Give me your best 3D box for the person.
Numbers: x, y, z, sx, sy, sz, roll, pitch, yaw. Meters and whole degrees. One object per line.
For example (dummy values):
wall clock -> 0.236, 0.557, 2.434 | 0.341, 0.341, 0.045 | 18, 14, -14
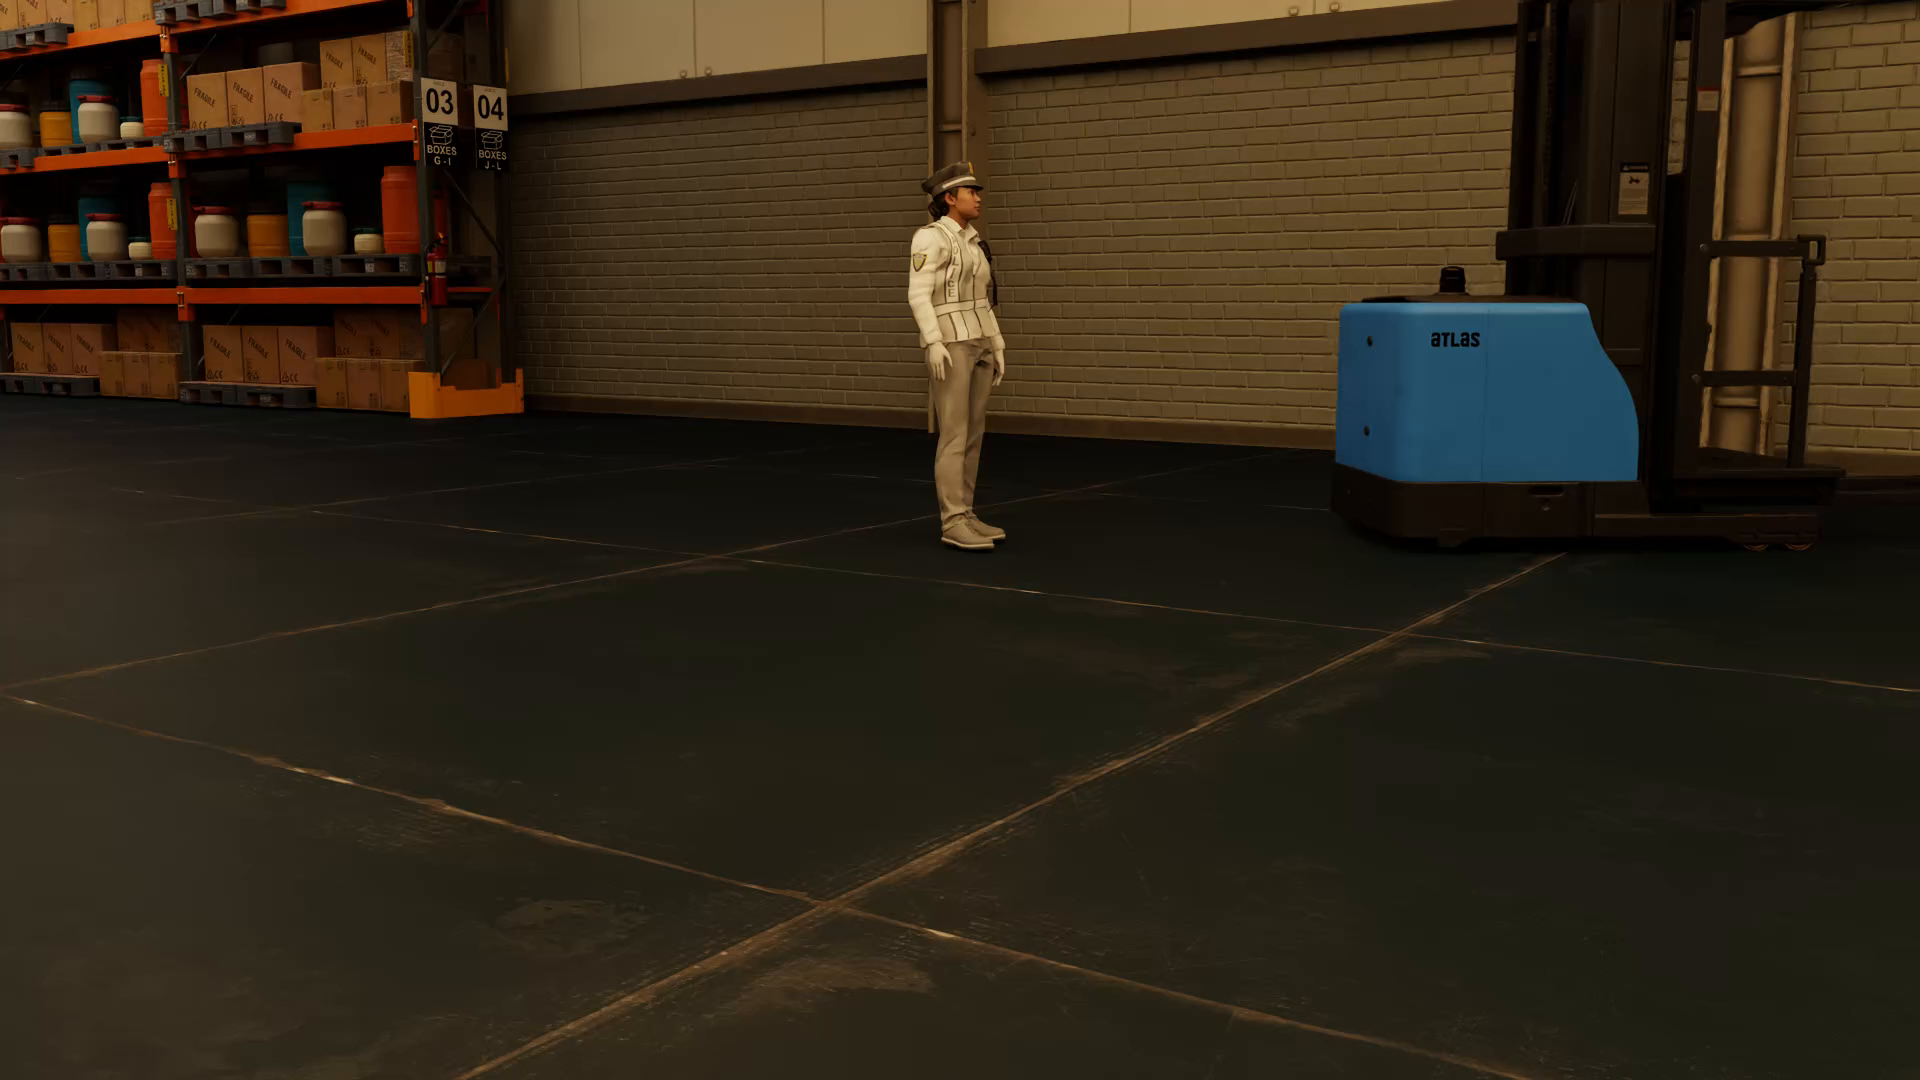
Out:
person -> 0.053, -0.840, 7.439 | 0.530, 1.694, 0.586 | 5, 10, 34

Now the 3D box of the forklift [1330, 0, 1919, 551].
forklift -> 3.342, -1.475, 7.568 | 3.031, 2.935, 1.130 | -1, 8, -4
